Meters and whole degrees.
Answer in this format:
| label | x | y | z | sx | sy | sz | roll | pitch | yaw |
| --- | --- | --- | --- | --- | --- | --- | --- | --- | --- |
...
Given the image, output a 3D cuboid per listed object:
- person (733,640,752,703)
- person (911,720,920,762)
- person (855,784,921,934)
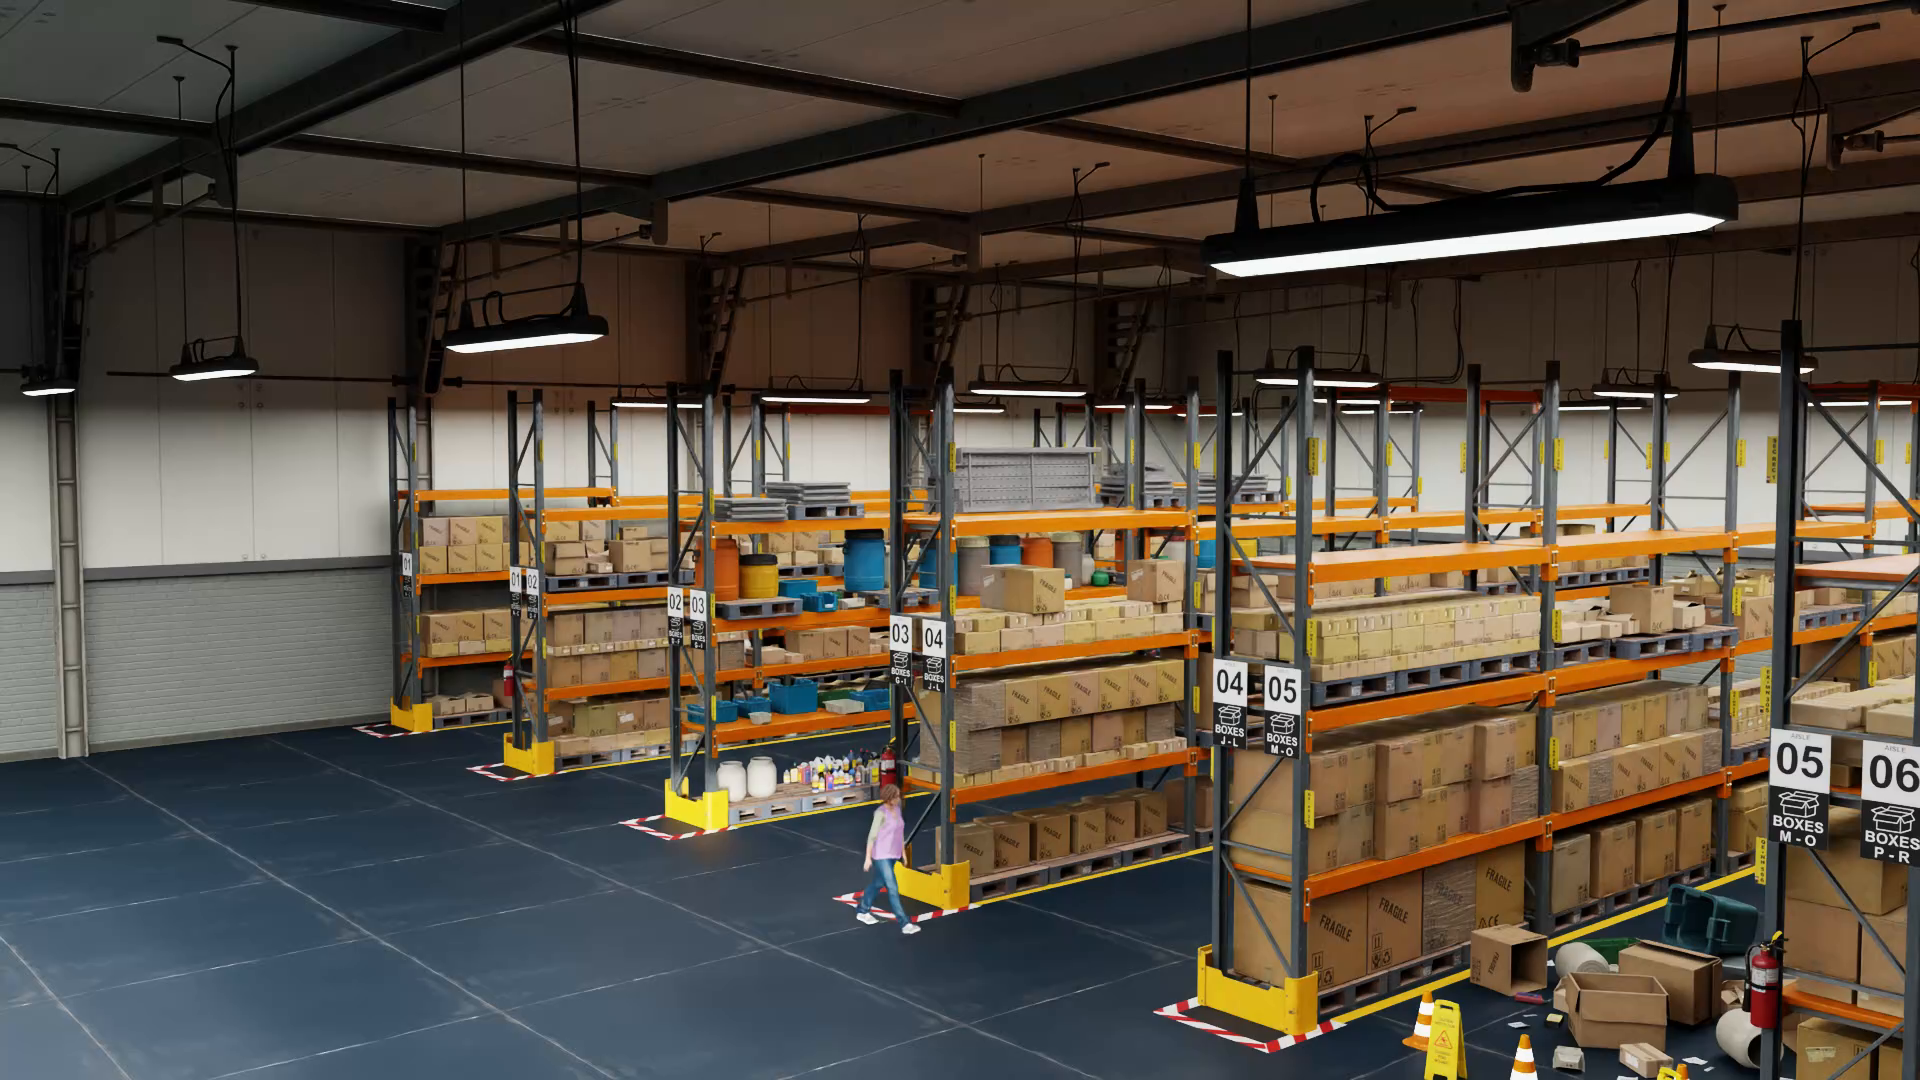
| label | x | y | z | sx | sy | sz | roll | pitch | yaw |
| --- | --- | --- | --- | --- | --- | --- | --- | --- | --- |
| person | -4.233 | 2.468 | 31.574 | 0.665 | 1.765 | 0.774 | 3 | 4 | 41 |
| person | -0.451 | 2.824 | 26.523 | 0.815 | 1.543 | 0.520 | 3 | 4 | 42 |
| person | -0.741 | 3.347 | 17.557 | 0.963 | 1.535 | 0.493 | 2 | 4 | 27 |
